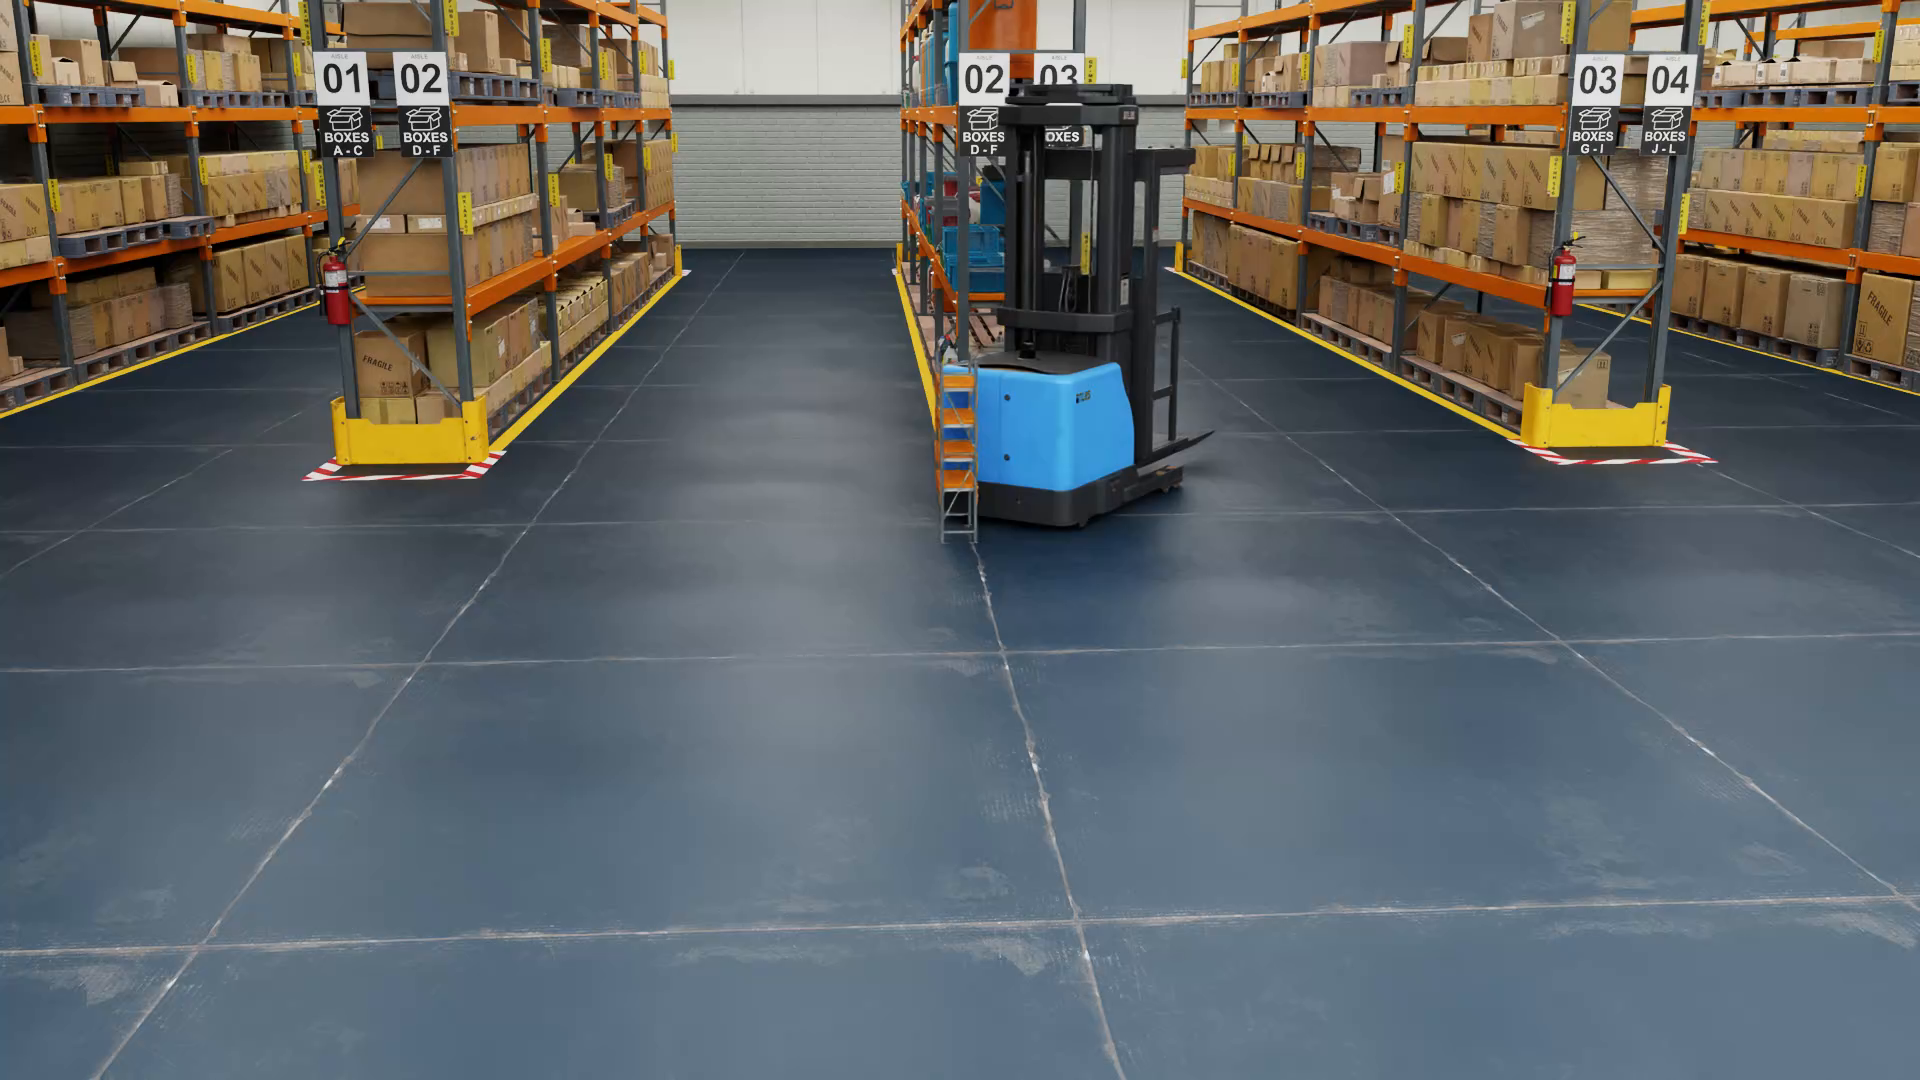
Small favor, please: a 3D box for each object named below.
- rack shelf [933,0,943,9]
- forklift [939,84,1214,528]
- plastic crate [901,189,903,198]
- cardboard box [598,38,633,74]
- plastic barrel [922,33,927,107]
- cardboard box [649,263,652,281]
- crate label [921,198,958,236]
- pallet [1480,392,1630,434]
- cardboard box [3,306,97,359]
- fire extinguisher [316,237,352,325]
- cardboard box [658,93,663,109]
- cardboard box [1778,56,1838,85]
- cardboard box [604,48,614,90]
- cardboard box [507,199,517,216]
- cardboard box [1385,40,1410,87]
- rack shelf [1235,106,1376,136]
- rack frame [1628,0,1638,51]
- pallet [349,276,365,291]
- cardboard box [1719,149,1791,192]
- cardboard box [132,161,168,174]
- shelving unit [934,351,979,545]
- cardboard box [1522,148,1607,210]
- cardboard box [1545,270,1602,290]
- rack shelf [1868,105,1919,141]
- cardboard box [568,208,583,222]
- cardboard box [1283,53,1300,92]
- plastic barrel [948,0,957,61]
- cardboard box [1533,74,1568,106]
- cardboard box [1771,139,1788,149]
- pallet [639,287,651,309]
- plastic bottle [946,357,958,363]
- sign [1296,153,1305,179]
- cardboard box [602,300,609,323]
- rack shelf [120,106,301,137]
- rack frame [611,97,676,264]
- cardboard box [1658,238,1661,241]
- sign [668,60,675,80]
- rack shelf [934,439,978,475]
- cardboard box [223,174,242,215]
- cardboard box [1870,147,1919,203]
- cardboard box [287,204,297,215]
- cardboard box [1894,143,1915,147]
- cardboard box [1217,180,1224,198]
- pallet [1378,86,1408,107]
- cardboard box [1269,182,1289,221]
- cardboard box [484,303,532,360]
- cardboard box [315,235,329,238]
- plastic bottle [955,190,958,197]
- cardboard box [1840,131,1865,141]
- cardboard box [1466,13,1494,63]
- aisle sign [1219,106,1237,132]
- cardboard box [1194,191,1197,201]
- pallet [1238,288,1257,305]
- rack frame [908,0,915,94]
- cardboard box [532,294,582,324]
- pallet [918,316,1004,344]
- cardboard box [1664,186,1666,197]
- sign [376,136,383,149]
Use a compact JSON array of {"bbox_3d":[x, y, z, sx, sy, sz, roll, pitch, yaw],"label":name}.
[{"bbox_3d":[0.359,-5.051,14.846,1.077,0.370,4.000,-1,14,-3],"label":"rack shelf"},{"bbox_3d":[1.030,-1.822,12.224,1.130,2.935,3.031,8,17,29],"label":"forklift"},{"bbox_3d":[-0.885,-5.924,28.439,0.250,0.136,0.298,-1,14,-3],"label":"plastic crate"},{"bbox_3d":[-5.273,-7.205,24.784,0.700,0.500,0.500,-1,14,-3],"label":"cardboard box"},{"bbox_3d":[-0.138,-5.471,19.388,0.600,0.830,0.708,-1,14,-3],"label":"plastic barrel"},{"bbox_3d":[-5.015,-4.118,25.526,0.500,0.311,0.500,-1,14,-3],"label":"cardboard box"},{"bbox_3d":[-0.221,-3.946,20.273,0.502,0.435,0.616,-1,14,-3],"label":"crate label"},{"bbox_3d":[5.406,-1.138,15.027,1.003,0.211,1.213,-1,14,-3],"label":"pallet"},{"bbox_3d":[-9.715,-2.218,17.760,0.700,0.500,0.500,0,14,-2],"label":"cardboard box"},{"bbox_3d":[-4.918,-2.041,13.095,0.296,0.674,0.183,-1,14,-3],"label":"fire extinguisher"},{"bbox_3d":[-5.094,-7.102,26.891,0.500,0.250,0.500,-1,14,-3],"label":"cardboard box"},{"bbox_3d":[9.807,-5.407,19.138,0.500,0.311,0.500,-1,14,-5],"label":"cardboard box"},{"bbox_3d":[-5.183,-6.560,23.240,0.600,0.600,0.600,-1,14,-4],"label":"cardboard box"},{"bbox_3d":[-4.417,-3.155,15.767,0.380,0.149,0.250,-1,14,-4],"label":"cardboard box"},{"bbox_3d":[5.189,-5.321,18.617,0.797,0.503,0.637,0,14,-1],"label":"cardboard box"},{"bbox_3d":[4.807,-5.859,23.200,1.077,0.370,4.000,-1,14,-3],"label":"rack shelf"},{"bbox_3d":[9.639,-8.208,24.870,1.000,3.000,0.127,-1,14,-3],"label":"rack frame"},{"bbox_3d":[-10.196,-4.166,26.795,1.003,0.211,1.213,-1,14,-3],"label":"pallet"},{"bbox_3d":[9.938,-4.603,20.691,0.700,0.500,0.500,-1,14,-4],"label":"cardboard box"},{"bbox_3d":[-9.850,-4.518,20.180,0.380,0.149,0.250,-3,15,-11],"label":"cardboard box"},{"bbox_3d":[-0.026,-0.614,11.005,0.258,1.200,0.503,-1,14,-4],"label":"shelving unit"},{"bbox_3d":[5.145,-3.077,14.161,0.500,0.500,0.500,-1,14,-3],"label":"cardboard box"},{"bbox_3d":[5.202,-2.213,14.113,0.380,0.149,0.250,-1,14,-3],"label":"cardboard box"},{"bbox_3d":[10.259,-3.920,15.667,1.077,0.370,4.000,-1,14,-3],"label":"rack shelf"},{"bbox_3d":[-4.978,-3.971,20.617,0.500,0.311,0.500,0,14,0],"label":"cardboard box"},{"bbox_3d":[4.680,-6.325,22.527,0.500,0.500,0.500,0,14,0],"label":"cardboard box"},{"bbox_3d":[0.190,-4.835,15.931,0.600,0.901,0.708,-1,14,-3],"label":"plastic barrel"},{"bbox_3d":[5.143,-3.763,13.914,0.500,0.250,0.500,-1,14,-2],"label":"cardboard box"},{"bbox_3d":[14.150,-6.552,28.264,0.500,0.500,0.500,-1,14,-4],"label":"cardboard box"},{"bbox_3d":[-5.117,-3.547,24.390,1.003,0.211,1.213,-1,14,-3],"label":"pallet"},{"bbox_3d":[-0.057,-1.598,15.800,0.152,0.276,0.135,-1,14,-3],"label":"plastic bottle"},{"bbox_3d":[4.377,-4.808,21.370,0.100,0.325,0.005,-1,14,-3],"label":"sign"},{"bbox_3d":[-4.681,-2.849,20.757,0.500,0.250,0.500,-1,14,-2],"label":"cardboard box"},{"bbox_3d":[-10.025,-5.629,22.309,1.077,0.370,4.000,-1,14,-3],"label":"rack shelf"},{"bbox_3d":[-5.453,-6.094,28.693,1.000,3.000,0.127,-1,14,-3],"label":"rack frame"},{"bbox_3d":[10.003,-4.218,24.071,0.500,0.250,0.500,-2,15,-6],"label":"cardboard box"},{"bbox_3d":[-4.897,-7.979,28.223,0.100,0.325,0.005,-1,14,-3],"label":"sign"},{"bbox_3d":[-0.026,-0.549,11.022,0.258,0.148,0.480,-1,14,-4],"label":"rack shelf"},{"bbox_3d":[-9.699,-4.485,21.599,0.500,0.500,0.500,0,14,-2],"label":"cardboard box"},{"bbox_3d":[10.124,-3.817,17.373,0.875,0.550,0.550,-1,14,-3],"label":"cardboard box"},{"bbox_3d":[-9.806,-4.768,24.002,0.380,0.149,0.250,-1,14,-2],"label":"cardboard box"},{"bbox_3d":[14.373,-5.697,24.942,0.500,0.500,0.500,-1,14,-4],"label":"cardboard box"},{"bbox_3d":[4.359,-5.557,26.310,0.500,0.250,0.500,0,14,-2],"label":"cardboard box"},{"bbox_3d":[5.246,-4.779,17.937,1.213,0.211,1.003,-1,14,-3],"label":"pallet"},{"bbox_3d":[4.592,-4.677,22.985,0.500,0.500,0.500,-1,14,-5],"label":"cardboard box"},{"bbox_3d":[-4.408,-1.984,15.889,0.500,0.500,0.500,-1,14,-3],"label":"cardboard box"},{"bbox_3d":[-9.964,-4.735,26.280,0.380,0.149,0.250,-1,14,-5],"label":"cardboard box"},{"bbox_3d":[-0.021,-4.925,24.249,0.144,0.351,0.185,-1,14,-3],"label":"plastic bottle"},{"bbox_3d":[14.323,-6.452,26.576,0.380,0.149,0.250,-1,14,-3],"label":"cardboard box"},{"bbox_3d":[5.461,-5.041,16.779,0.500,0.500,0.500,-1,14,-5],"label":"cardboard box"},{"bbox_3d":[4.730,-7.528,29.048,0.394,0.787,0.004,-1,14,-3],"label":"aisle sign"},{"bbox_3d":[4.178,-5.839,28.205,0.380,0.149,0.250,-1,14,-4],"label":"cardboard box"},{"bbox_3d":[4.806,-3.710,25.024,1.003,0.211,1.213,-1,14,-3],"label":"pallet"},{"bbox_3d":[-0.261,-8.081,24.373,1.000,3.000,0.127,-1,14,-3],"label":"rack frame"},{"bbox_3d":[-4.545,-2.613,18.713,0.500,0.311,0.500,-1,14,-5],"label":"cardboard box"},{"bbox_3d":[-0.004,-2.637,20.850,1.003,0.211,1.213,-1,14,-3],"label":"pallet"},{"bbox_3d":[9.402,-4.650,22.143,0.380,0.149,0.250,-1,14,-2],"label":"cardboard box"},{"bbox_3d":[-9.854,-6.697,28.238,0.100,0.325,0.005,-1,14,-3],"label":"sign"}]
